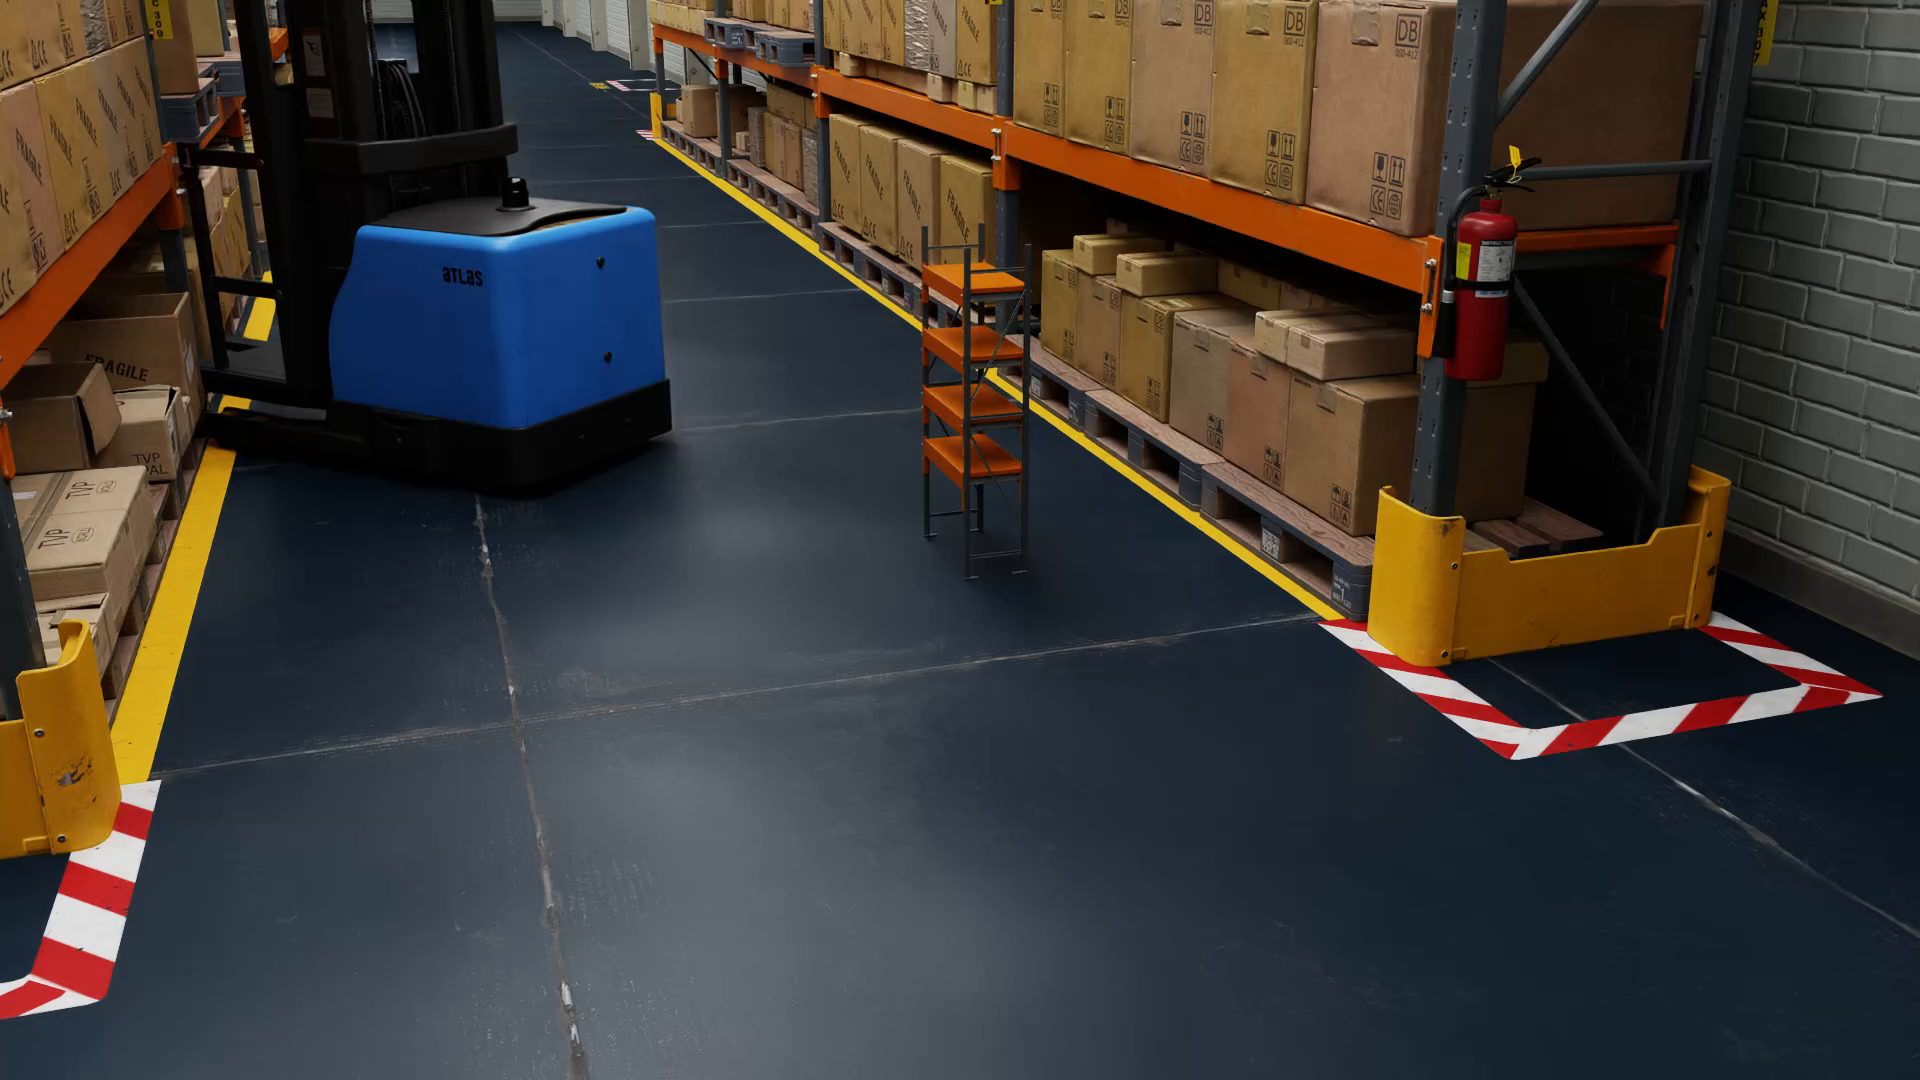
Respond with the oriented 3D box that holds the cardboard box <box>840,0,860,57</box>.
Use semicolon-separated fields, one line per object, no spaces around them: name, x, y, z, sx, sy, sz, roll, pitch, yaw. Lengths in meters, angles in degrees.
cardboard box;-0.508;-3.537;11.209;0.500;0.500;0.500;-6;21;-15

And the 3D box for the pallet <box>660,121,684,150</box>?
pallet;-2.842;-4.659;19.075;1.003;0.211;1.213;-6;21;-17

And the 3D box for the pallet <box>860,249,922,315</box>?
pallet;-0.017;-1.729;10.917;1.003;0.211;1.213;-6;21;-17

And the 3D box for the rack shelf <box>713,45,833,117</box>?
rack shelf;-1.202;-3.996;14.169;1.077;0.370;4.000;-6;21;-17

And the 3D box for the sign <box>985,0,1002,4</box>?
sign;0.172;-2.856;8.335;0.100;0.325;0.005;-6;21;-17

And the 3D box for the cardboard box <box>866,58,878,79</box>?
cardboard box;-0.419;-3.210;11.258;0.380;0.149;0.250;-7;21;-18

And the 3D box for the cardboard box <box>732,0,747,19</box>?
cardboard box;-1.703;-5.064;15.278;0.700;0.500;0.500;-6;21;-17

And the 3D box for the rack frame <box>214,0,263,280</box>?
rack frame;-5.275;-3.165;10.792;1.000;3.000;0.127;-6;21;-17

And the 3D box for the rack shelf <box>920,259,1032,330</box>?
rack shelf;0.052;-0.881;5.933;0.258;0.148;0.480;-6;21;-17

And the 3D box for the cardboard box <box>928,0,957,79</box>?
cardboard box;0.130;-2.890;9.407;0.500;0.500;0.500;-6;21;-17

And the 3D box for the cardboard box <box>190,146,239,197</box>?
cardboard box;-4.736;-2.256;10.198;0.500;0.250;0.500;-6;20;-15

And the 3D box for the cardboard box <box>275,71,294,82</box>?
cardboard box;-6.854;-4.369;16.479;0.500;0.500;0.500;-6;21;-17

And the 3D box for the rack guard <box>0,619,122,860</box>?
rack guard;-2.784;0.554;4.134;1.175;0.500;0.348;-6;21;-17

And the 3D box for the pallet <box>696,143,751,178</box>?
pallet;-2.075;-3.876;16.895;1.003;0.211;1.213;-6;21;-17

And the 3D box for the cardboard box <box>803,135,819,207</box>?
cardboard box;-0.849;-2.949;13.236;0.700;0.500;0.500;-6;21;-16

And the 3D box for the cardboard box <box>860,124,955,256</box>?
cardboard box;-0.197;-2.347;11.072;0.750;0.750;0.750;-6;21;-17

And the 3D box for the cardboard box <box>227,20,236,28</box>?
cardboard box;-6.336;-4.225;13.964;0.500;0.250;0.500;-5;20;-14

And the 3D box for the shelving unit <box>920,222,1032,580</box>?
shelving unit;0.052;-0.512;6.066;0.258;1.200;0.503;-6;21;-17

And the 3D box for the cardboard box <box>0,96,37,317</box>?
cardboard box;-2.649;-0.815;4.102;0.500;0.500;0.500;-6;21;-16

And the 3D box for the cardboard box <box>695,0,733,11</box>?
cardboard box;-2.273;-5.387;16.060;0.500;0.500;0.500;-6;21;-17

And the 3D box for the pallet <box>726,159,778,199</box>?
pallet;-1.584;-3.414;15.610;1.003;0.211;1.213;-6;21;-17

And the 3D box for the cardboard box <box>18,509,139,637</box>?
cardboard box;-2.819;0.124;5.051;0.500;0.250;0.500;-6;21;-17

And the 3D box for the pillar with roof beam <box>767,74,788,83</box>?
pillar with roof beam;-6.133;-8.493;16.751;9.100;9.000;0.400;-6;21;-17

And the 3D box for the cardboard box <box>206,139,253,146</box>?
cardboard box;-5.492;-2.864;12.569;0.500;0.311;0.500;-7;21;-19

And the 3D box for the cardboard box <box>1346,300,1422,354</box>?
cardboard box;1.695;-0.810;6.350;0.380;0.149;0.250;-6;21;-17

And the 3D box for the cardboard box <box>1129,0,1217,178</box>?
cardboard box;1.301;-1.907;6.845;0.980;0.700;0.700;-7;21;-20

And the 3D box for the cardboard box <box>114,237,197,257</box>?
cardboard box;-4.116;-1.263;8.543;0.500;0.500;0.500;-6;21;-16

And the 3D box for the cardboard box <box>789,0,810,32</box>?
cardboard box;-0.932;-4.273;13.077;0.700;0.500;0.500;-8;21;-22

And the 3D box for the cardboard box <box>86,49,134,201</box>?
cardboard box;-3.290;-1.466;5.912;0.500;0.500;0.500;-6;21;-16

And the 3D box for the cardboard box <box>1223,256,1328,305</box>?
cardboard box;1.376;-1.135;7.256;0.380;0.149;0.250;-7;21;-18

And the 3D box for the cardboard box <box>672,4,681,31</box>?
cardboard box;-2.748;-5.517;17.531;0.500;0.250;0.500;-6;21;-17

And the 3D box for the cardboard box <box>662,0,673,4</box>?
cardboard box;-2.921;-6.041;17.879;0.500;0.500;0.500;-7;21;-19

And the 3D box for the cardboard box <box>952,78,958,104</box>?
cardboard box;0.169;-2.545;9.407;0.380;0.149;0.250;-6;21;-16

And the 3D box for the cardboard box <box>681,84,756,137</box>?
cardboard box;-2.593;-4.635;17.932;0.700;0.500;0.500;-8;21;-21

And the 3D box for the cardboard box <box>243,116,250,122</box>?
cardboard box;-6.132;-3.517;14.387;0.500;0.311;0.500;-6;21;-17

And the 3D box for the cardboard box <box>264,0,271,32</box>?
cardboard box;-7.485;-5.460;17.033;0.700;0.500;0.500;-6;21;-16

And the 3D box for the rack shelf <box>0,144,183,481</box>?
rack shelf;-3.389;-0.901;5.553;1.077;0.370;4.000;-6;21;-17

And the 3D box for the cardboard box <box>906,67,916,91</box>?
cardboard box;-0.121;-2.878;10.333;0.380;0.149;0.250;-6;21;-15

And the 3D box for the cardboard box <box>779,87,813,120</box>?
cardboard box;-1.275;-3.818;14.546;0.500;0.250;0.500;-7;21;-19

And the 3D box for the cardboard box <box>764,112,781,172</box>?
cardboard box;-1.373;-3.612;15.083;0.700;0.500;0.500;-7;21;-18

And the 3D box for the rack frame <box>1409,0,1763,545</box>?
rack frame;1.941;-1.126;5.113;1.000;3.000;0.127;-6;21;-17

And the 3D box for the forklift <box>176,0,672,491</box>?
forklift;-2.863;-1.921;7.428;3.031;2.935;1.130;10;22;27

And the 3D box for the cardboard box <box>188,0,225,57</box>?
cardboard box;-4.970;-3.220;10.174;0.700;0.500;0.500;-15;24;-35

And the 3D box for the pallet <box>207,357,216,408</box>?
pallet;-4.309;-0.826;8.405;1.003;0.211;1.213;-6;21;-17

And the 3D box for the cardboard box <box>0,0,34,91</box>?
cardboard box;-2.821;-1.453;4.397;0.500;0.500;0.500;-6;21;-17

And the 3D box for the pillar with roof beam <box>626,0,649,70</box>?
pillar with roof beam;-9.905;-12.344;27.472;9.100;9.000;0.400;-6;21;-17

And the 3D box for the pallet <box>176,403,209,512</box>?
pallet;-3.803;-0.349;7.075;1.003;0.211;1.213;-6;21;-17

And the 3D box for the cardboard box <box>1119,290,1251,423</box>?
cardboard box;1.136;-0.853;7.430;0.700;0.500;0.500;-6;21;-16

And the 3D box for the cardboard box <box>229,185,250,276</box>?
cardboard box;-4.758;-1.921;10.374;0.500;0.500;0.500;-6;20;-15

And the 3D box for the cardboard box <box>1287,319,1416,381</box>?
cardboard box;1.413;-0.688;6.011;0.380;0.149;0.250;-7;21;-18

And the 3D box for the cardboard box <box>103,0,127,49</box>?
cardboard box;-3.449;-2.100;6.200;0.500;0.500;0.500;-7;21;-18

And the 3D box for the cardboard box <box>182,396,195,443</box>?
cardboard box;-3.394;-0.480;6.883;0.380;0.149;0.250;-6;21;-17
